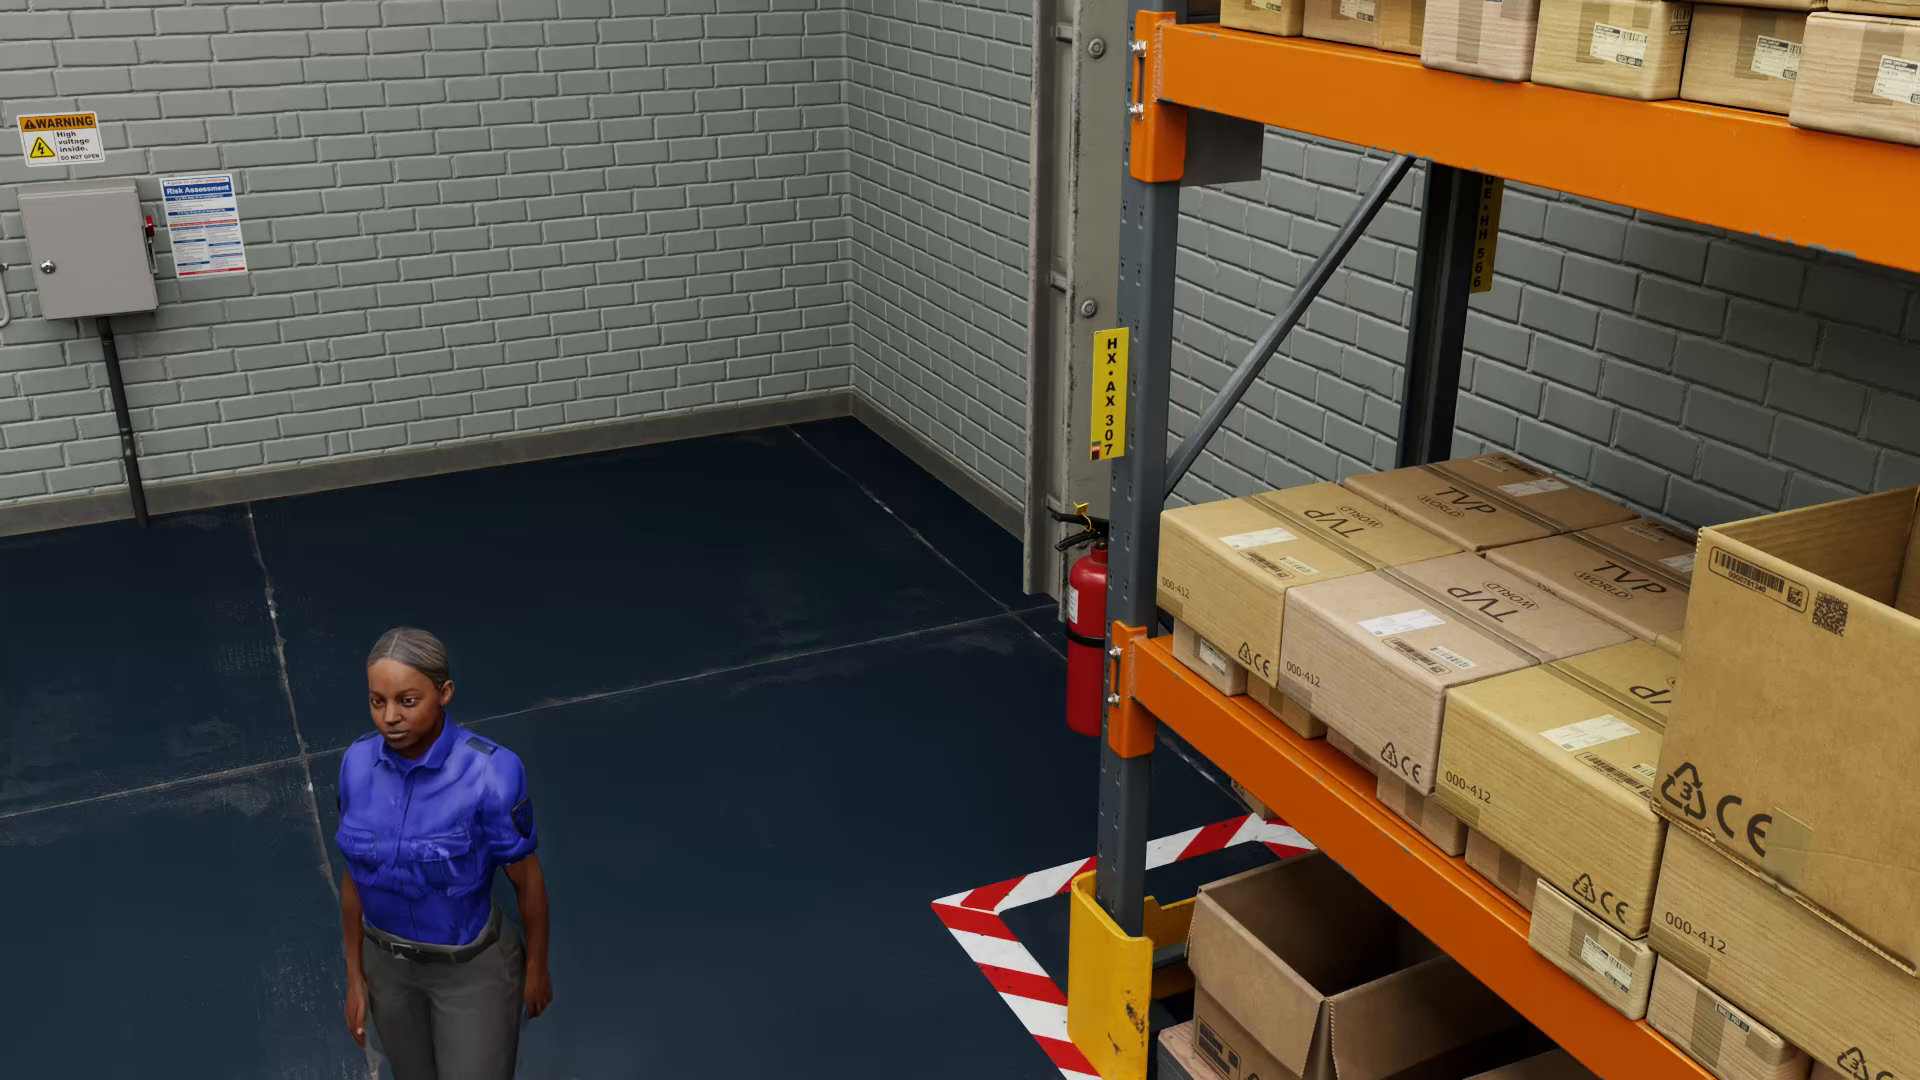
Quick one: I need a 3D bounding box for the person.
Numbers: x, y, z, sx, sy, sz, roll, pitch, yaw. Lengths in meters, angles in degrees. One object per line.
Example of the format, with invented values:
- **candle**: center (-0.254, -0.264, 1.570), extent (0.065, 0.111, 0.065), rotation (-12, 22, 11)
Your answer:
- **person**: center (-1.145, 0.976, 3.690), extent (0.439, 1.666, 0.438), rotation (6, 23, 14)
